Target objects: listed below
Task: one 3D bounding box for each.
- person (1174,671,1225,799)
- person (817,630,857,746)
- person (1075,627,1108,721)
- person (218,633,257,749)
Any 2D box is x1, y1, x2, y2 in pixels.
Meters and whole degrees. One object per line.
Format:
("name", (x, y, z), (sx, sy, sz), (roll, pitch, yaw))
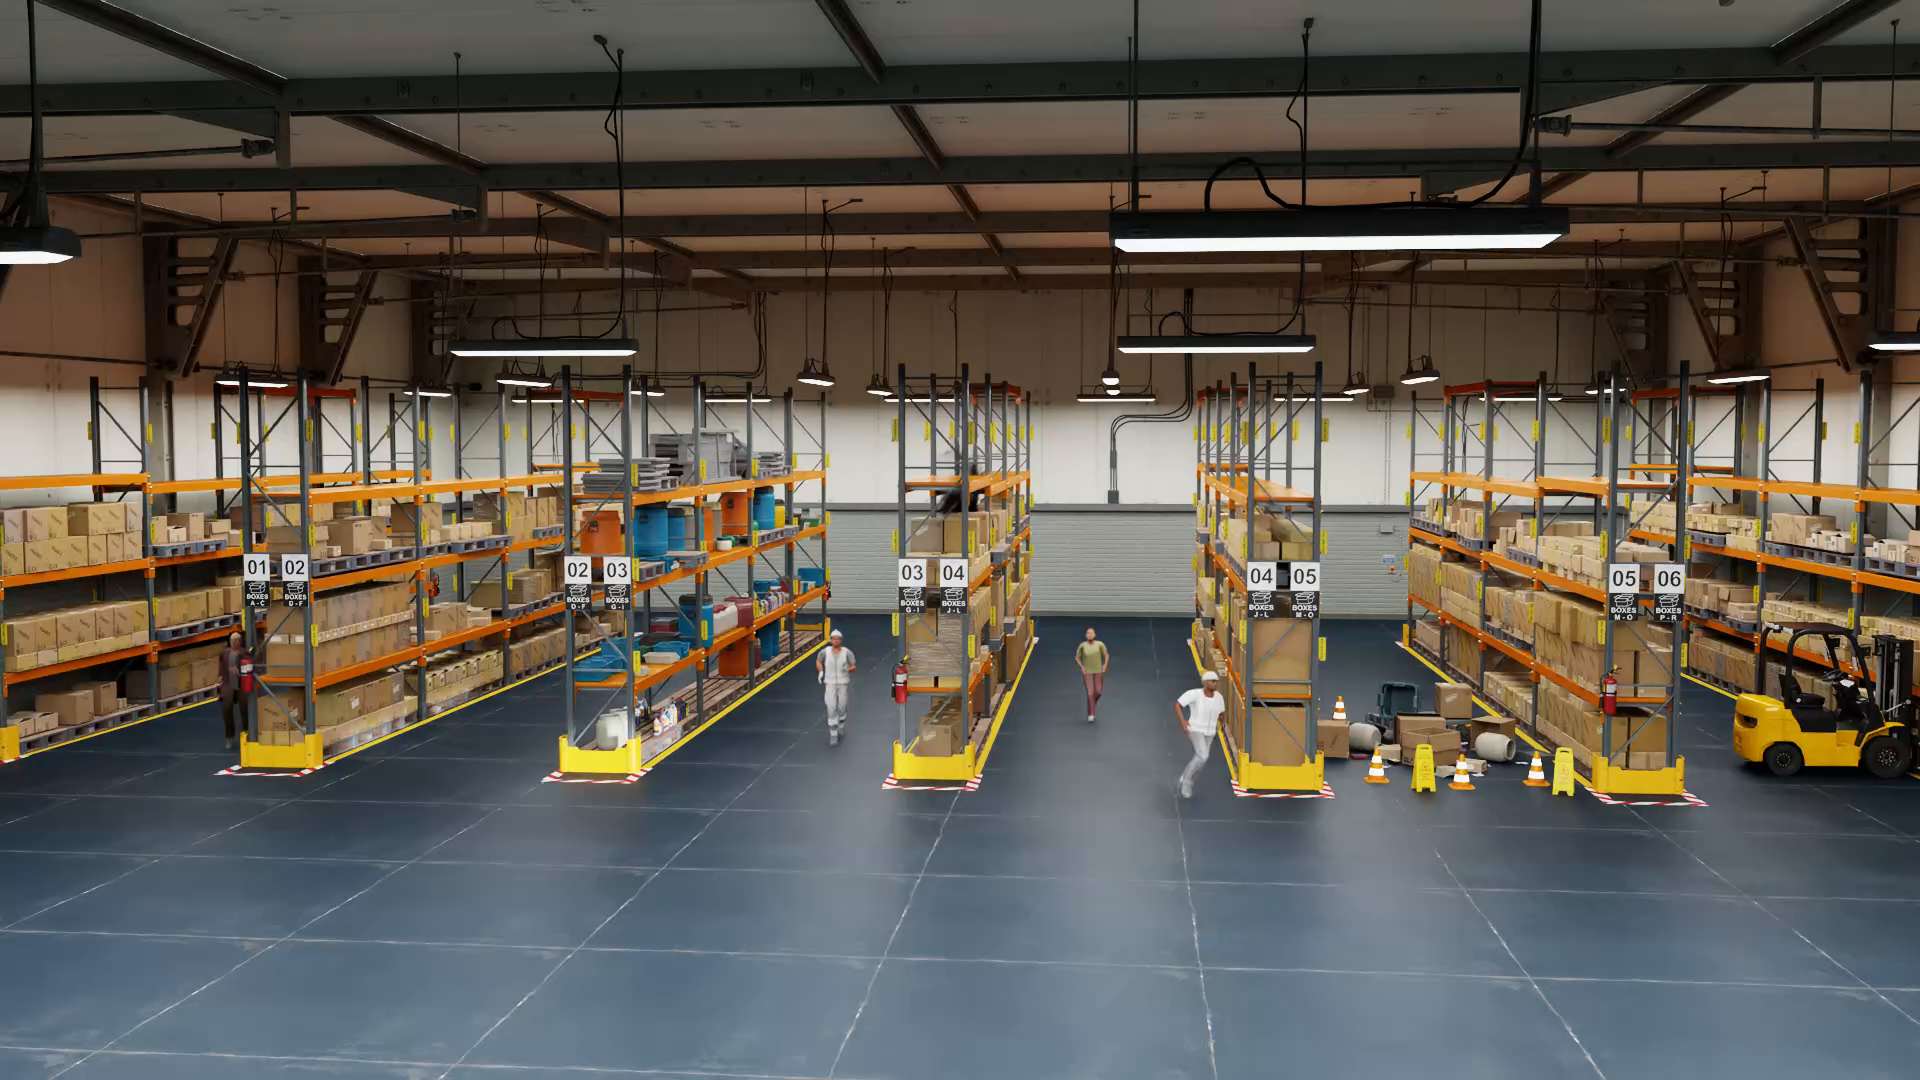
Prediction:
("person", (3.351, 2.674, 23.003), (0.737, 1.737, 0.690), (-2, 4, -29))
("person", (-2.000, 2.362, 26.971), (0.645, 1.808, 0.848), (0, 4, -5))
("person", (2.304, 2.343, 29.022), (0.584, 1.611, 0.535), (0, 4, 2))
("person", (-11.598, 2.399, 26.694), (0.666, 1.847, 0.928), (-1, 4, -9))
